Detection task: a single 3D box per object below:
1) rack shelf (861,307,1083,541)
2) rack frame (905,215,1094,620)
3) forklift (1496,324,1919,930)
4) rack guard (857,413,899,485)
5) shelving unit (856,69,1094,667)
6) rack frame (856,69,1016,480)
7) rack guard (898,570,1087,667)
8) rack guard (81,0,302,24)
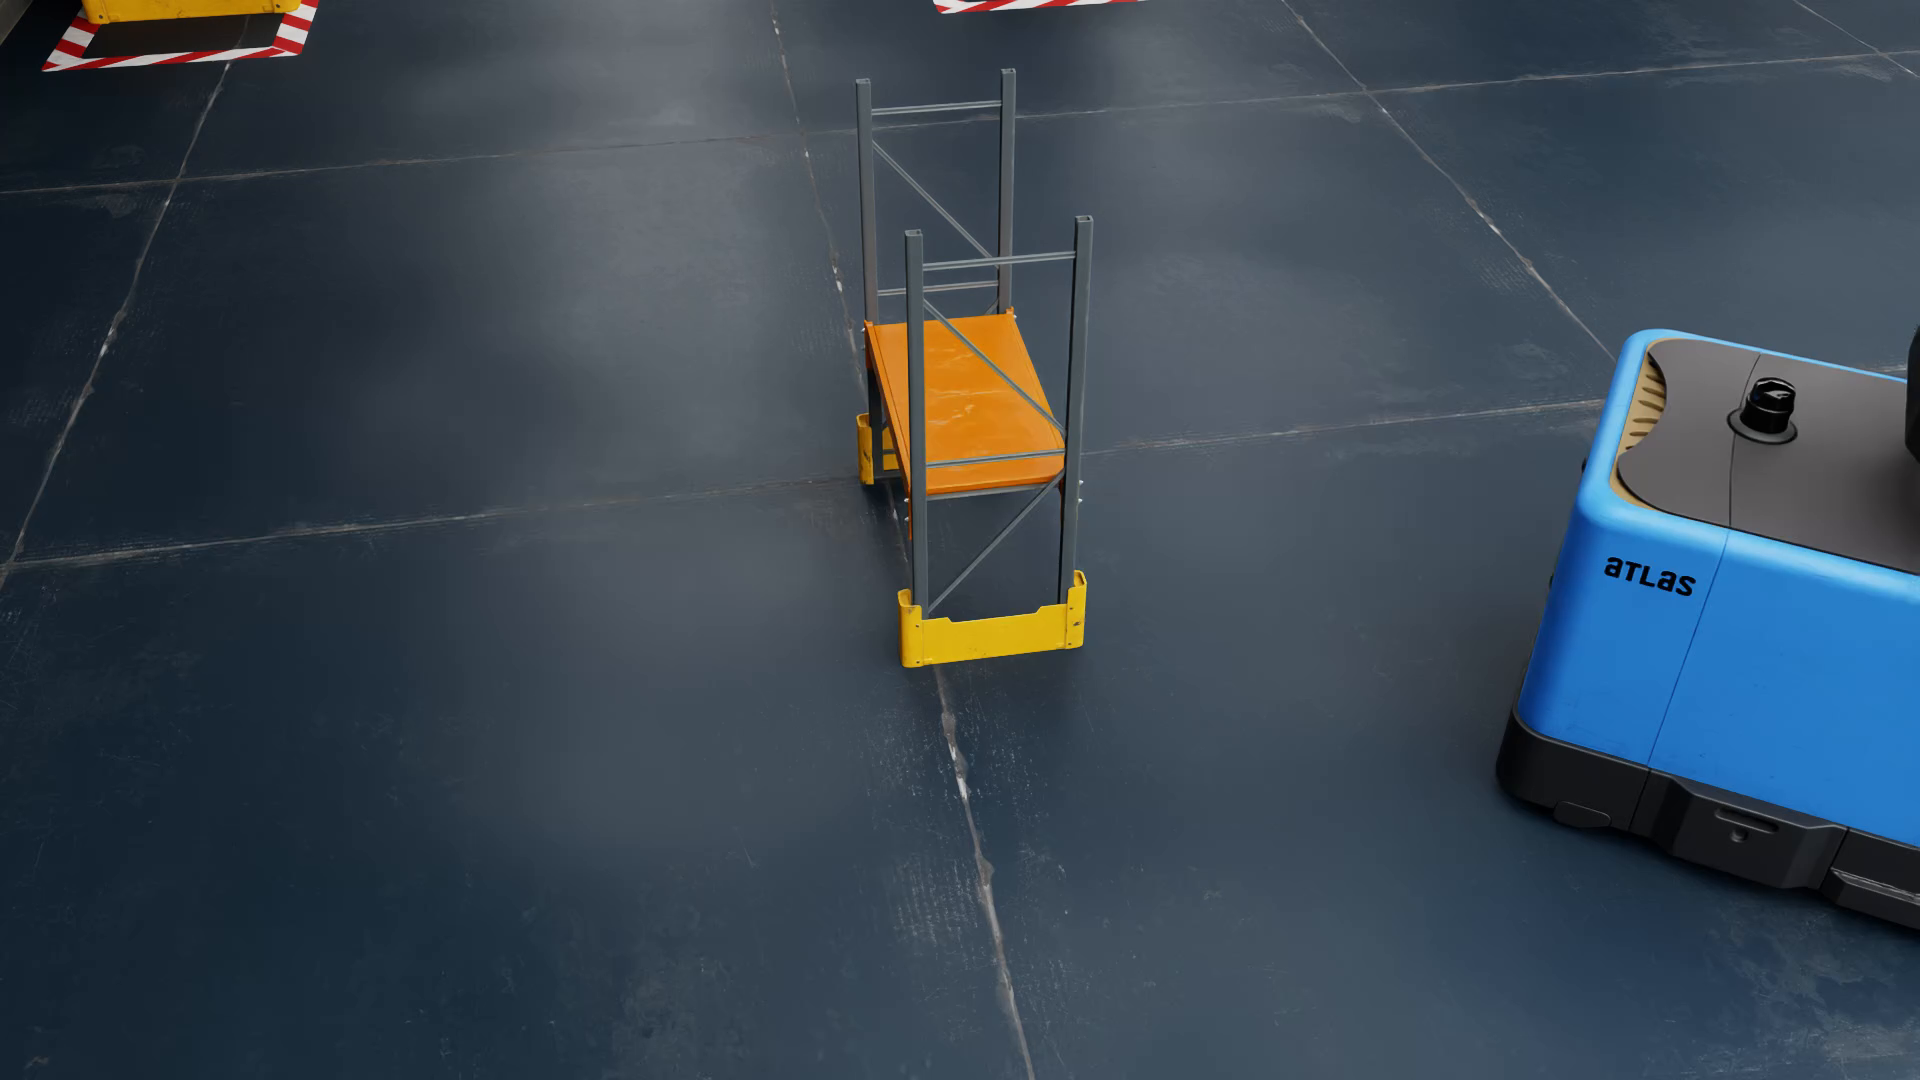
[{"bbox_3d":[0.015,-0.399,5.334,0.538,0.185,1.000,-6,38,-8],"label":"rack shelf"},{"bbox_3d":[0.104,-0.234,4.828,0.500,1.500,0.032,-6,38,-8],"label":"rack frame"},{"bbox_3d":[3.095,-0.286,3.729,3.031,2.935,1.130,16,41,20],"label":"forklift"},{"bbox_3d":[-0.074,-0.353,6.001,0.587,0.250,0.087,-6,38,-8],"label":"rack guard"},{"bbox_3d":[0.013,-0.546,5.231,0.587,1.500,1.083,-6,38,-8],"label":"shelving unit"},{"bbox_3d":[-0.074,-0.848,5.619,0.500,1.500,0.032,-6,38,-8],"label":"rack frame"},{"bbox_3d":[0.101,0.248,5.227,0.587,0.250,0.087,-6,38,-8],"label":"rack guard"},{"bbox_3d":[-4.484,-3.328,9.626,1.175,0.500,0.348,-6,38,-8],"label":"rack guard"}]
